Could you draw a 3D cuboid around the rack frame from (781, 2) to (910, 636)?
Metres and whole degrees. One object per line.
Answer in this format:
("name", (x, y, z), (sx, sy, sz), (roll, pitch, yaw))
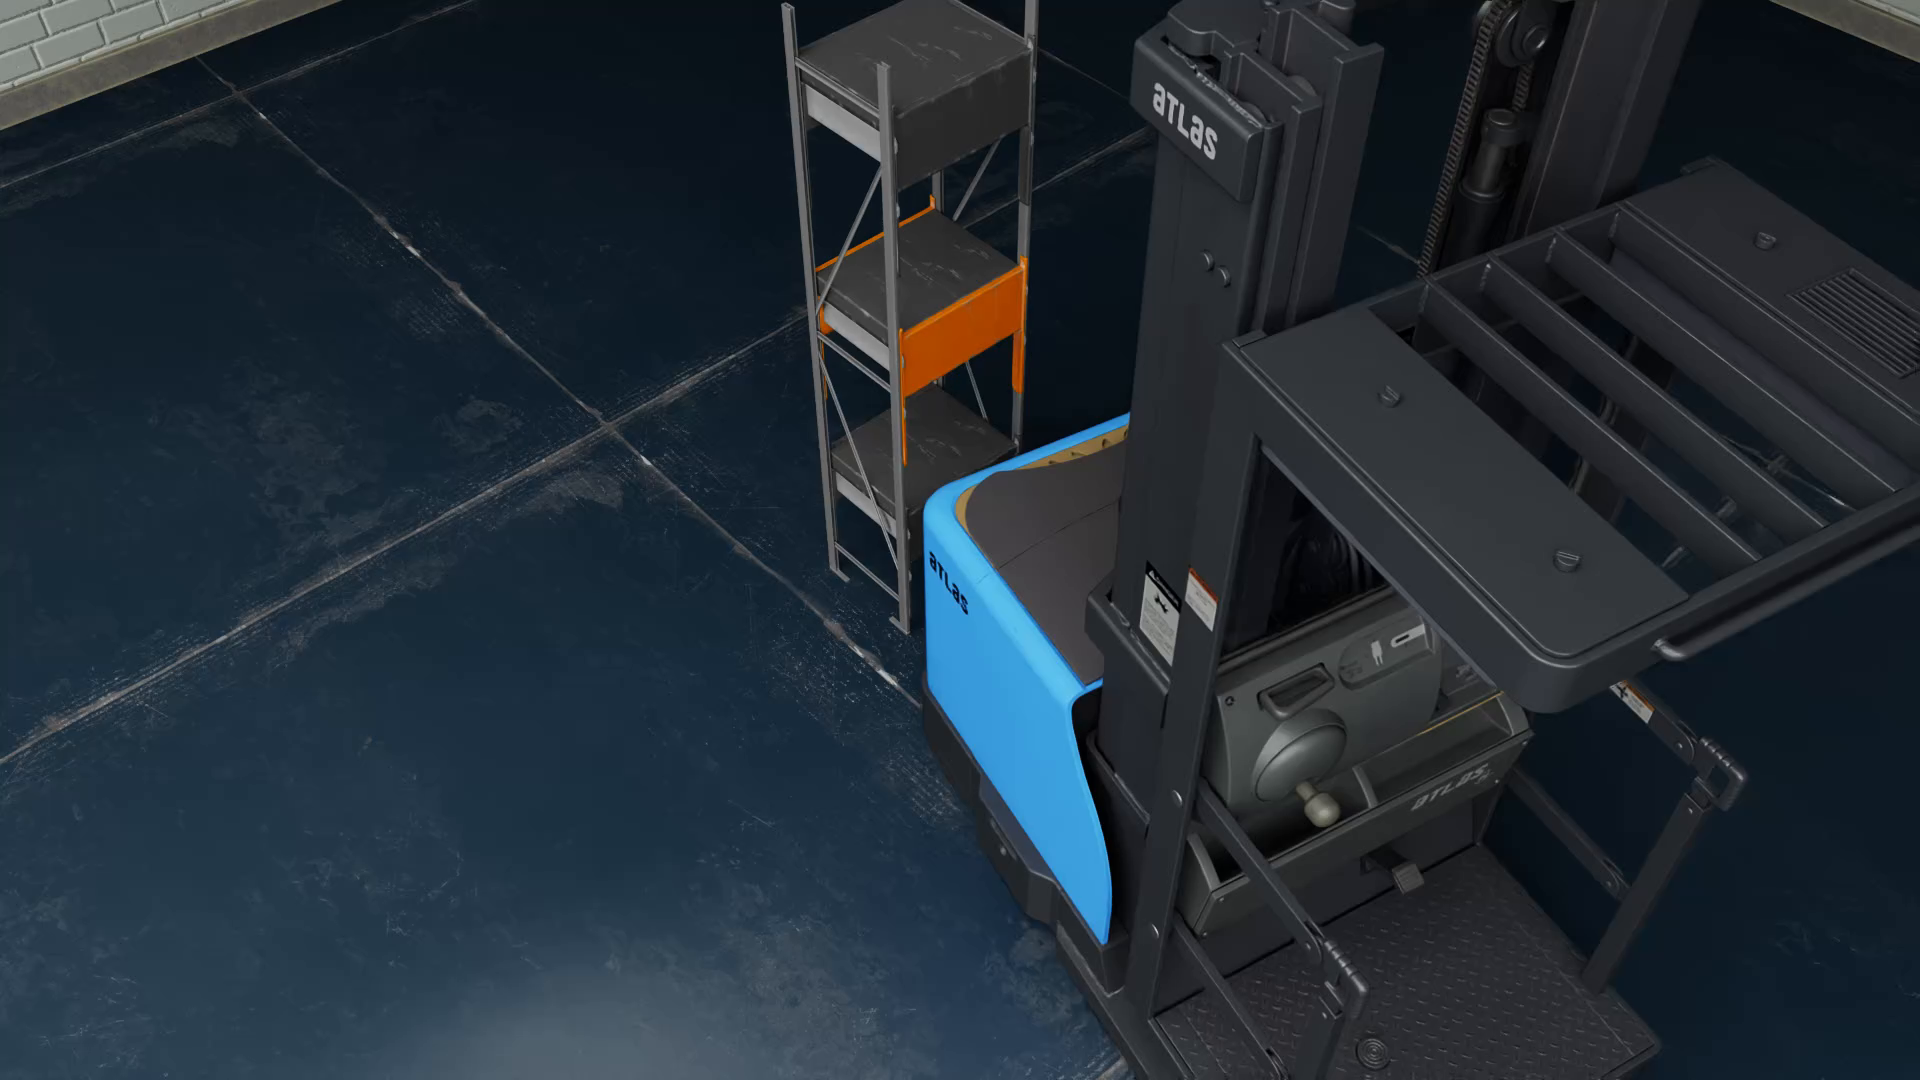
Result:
("rack frame", (-0.303, -0.510, 4.791), (0.015, 2.100, 0.400), (-34, 56, -27))

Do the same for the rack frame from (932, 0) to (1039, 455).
("rack frame", (0.058, -0.751, 5.014), (0.015, 2.100, 0.400), (-34, 56, -27))

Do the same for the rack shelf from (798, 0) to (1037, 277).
("rack shelf", (-0.122, -1.096, 4.398), (0.480, 0.518, 0.431), (-34, 56, -27))

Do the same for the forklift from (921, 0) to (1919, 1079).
("forklift", (1.039, 0.387, 3.399), (1.130, 2.935, 3.031), (-22, 51, -19))

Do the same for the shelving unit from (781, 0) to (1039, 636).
("shelving unit", (-0.122, -0.630, 4.903), (0.503, 2.100, 0.431), (-34, 56, -27))

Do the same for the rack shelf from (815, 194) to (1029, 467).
("rack shelf", (-0.122, -0.621, 4.913), (0.480, 0.518, 0.431), (-34, 56, -27))

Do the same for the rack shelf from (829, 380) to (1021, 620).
("rack shelf", (-0.122, -0.146, 5.427), (0.480, 0.518, 0.431), (-34, 56, -27))
